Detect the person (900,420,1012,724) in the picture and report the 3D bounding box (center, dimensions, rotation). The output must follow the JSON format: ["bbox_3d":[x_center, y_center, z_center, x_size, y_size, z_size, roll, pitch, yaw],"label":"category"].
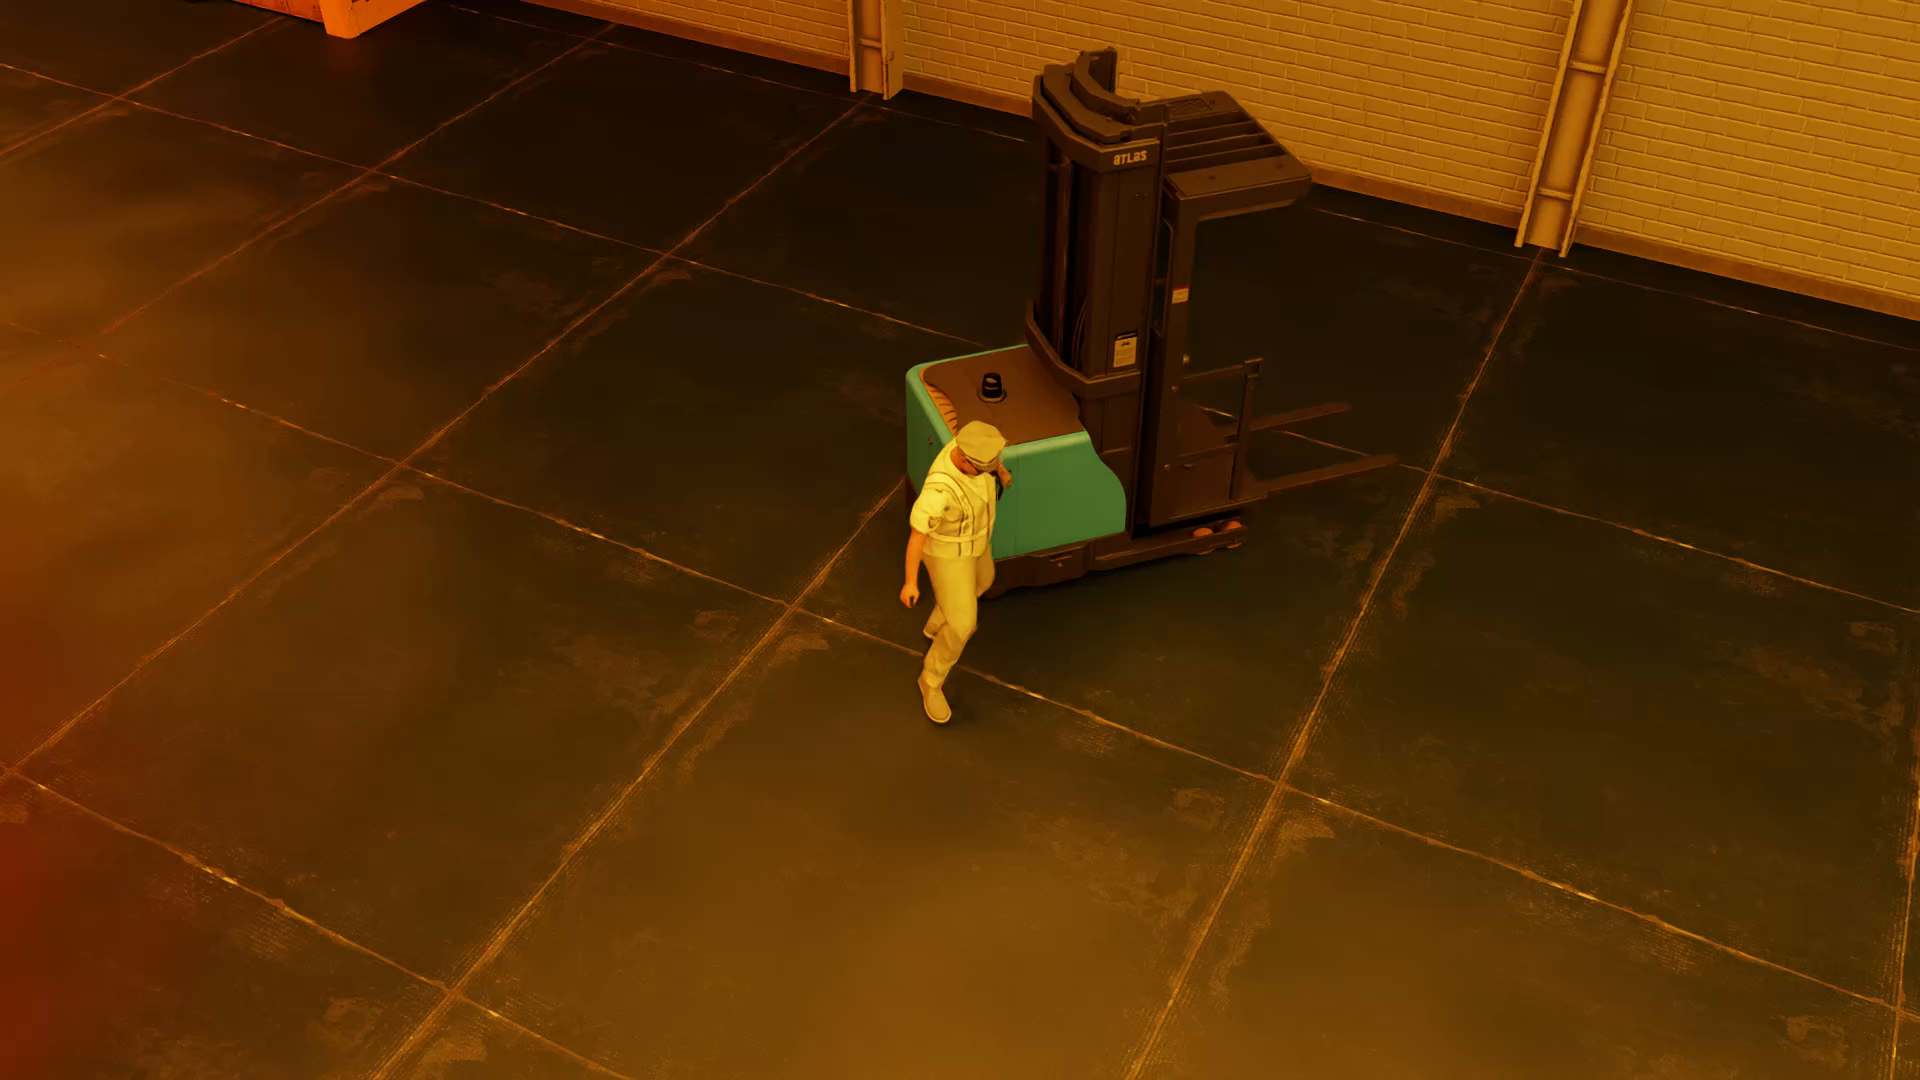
[{"bbox_3d":[0.005,0.028,8.953,0.529,1.692,1.123,16,43,18],"label":"person"}]

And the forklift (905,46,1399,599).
[{"bbox_3d":[1.239,-1.342,9.580,3.031,2.935,1.130,-12,42,-14],"label":"forklift"}]
